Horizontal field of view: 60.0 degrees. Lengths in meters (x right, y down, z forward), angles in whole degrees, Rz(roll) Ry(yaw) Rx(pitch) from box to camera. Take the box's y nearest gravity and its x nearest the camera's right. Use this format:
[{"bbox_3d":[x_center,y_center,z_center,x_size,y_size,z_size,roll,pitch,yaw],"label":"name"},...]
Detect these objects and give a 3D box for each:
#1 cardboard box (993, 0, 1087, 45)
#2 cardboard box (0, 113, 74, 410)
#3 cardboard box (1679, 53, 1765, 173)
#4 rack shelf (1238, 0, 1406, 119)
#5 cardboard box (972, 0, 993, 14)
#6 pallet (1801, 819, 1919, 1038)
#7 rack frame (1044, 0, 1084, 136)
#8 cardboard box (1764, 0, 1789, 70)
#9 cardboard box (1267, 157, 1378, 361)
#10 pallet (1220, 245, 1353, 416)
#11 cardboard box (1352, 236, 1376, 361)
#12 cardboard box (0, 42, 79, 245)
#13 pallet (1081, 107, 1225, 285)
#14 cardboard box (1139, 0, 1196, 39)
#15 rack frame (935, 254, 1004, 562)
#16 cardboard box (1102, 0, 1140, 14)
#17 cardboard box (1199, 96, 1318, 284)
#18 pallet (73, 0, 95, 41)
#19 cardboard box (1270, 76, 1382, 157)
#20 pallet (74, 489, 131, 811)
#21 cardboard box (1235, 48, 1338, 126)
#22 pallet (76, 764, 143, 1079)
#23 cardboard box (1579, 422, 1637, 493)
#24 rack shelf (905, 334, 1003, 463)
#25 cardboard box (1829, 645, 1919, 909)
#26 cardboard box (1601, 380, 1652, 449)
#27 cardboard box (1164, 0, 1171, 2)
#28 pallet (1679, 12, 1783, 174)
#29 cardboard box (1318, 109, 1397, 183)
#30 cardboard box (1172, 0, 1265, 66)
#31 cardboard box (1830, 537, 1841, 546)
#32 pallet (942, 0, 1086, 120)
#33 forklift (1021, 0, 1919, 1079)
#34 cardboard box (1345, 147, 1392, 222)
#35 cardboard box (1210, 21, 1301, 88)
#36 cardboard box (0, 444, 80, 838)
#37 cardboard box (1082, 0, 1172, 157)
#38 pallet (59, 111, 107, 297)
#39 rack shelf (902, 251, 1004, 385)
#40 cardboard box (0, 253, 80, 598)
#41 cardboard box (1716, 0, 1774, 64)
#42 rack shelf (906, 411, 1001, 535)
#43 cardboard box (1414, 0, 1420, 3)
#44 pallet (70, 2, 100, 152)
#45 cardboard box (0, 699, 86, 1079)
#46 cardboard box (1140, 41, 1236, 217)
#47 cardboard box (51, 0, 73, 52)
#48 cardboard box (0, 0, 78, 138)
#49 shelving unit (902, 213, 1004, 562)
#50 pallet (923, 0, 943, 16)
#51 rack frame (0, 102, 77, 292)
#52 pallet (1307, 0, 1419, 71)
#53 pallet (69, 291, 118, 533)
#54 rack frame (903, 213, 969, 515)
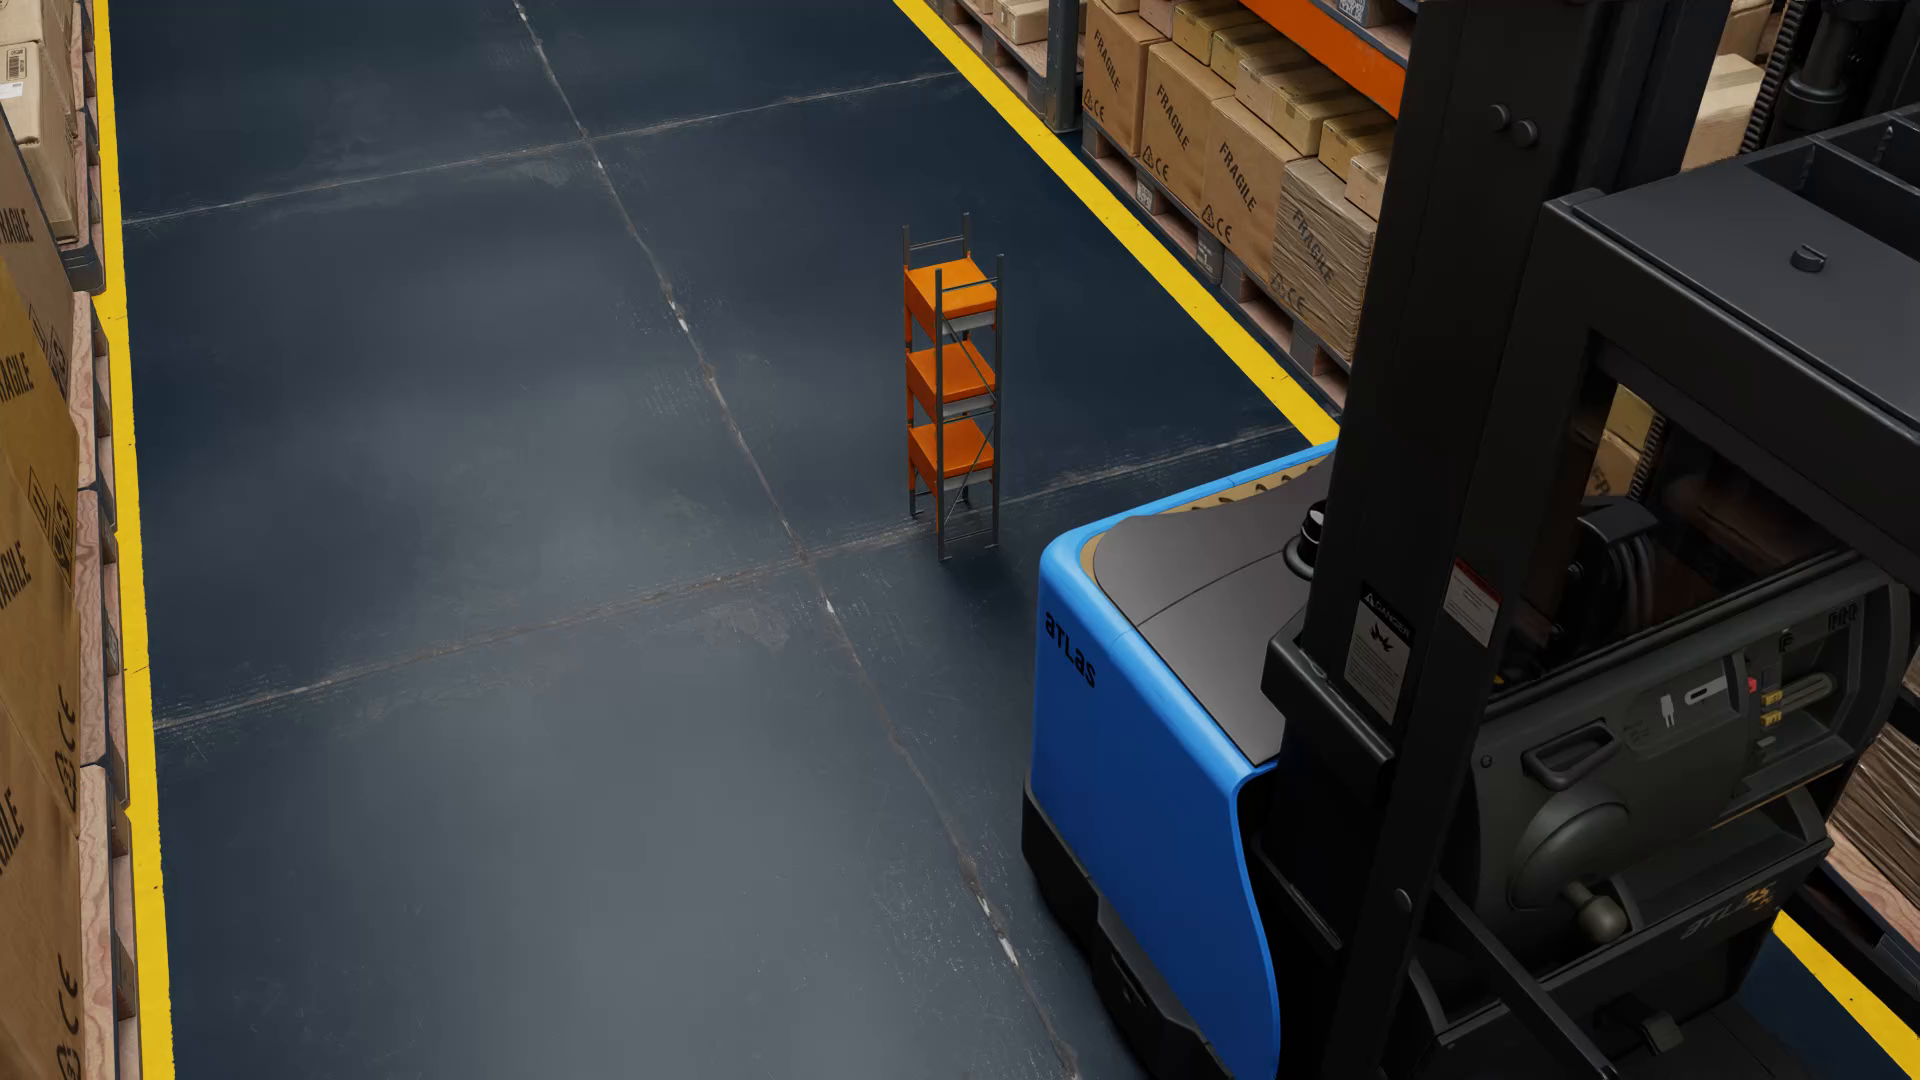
[{"bbox_3d":[0.375,-2.417,7.624,0.380,0.149,0.250,-16,43,-18],"label":"cardboard box"},{"bbox_3d":[-3.414,-0.836,5.229,0.875,0.875,0.875,-14,43,-16],"label":"cardboard box"},{"bbox_3d":[1.784,-1.030,4.018,0.380,0.149,0.250,-14,43,-16],"label":"cardboard box"},{"bbox_3d":[1.624,-1.598,5.360,1.077,0.370,4.000,-15,43,-17],"label":"rack shelf"},{"bbox_3d":[0.238,-2.676,7.836,0.396,0.266,0.258,-14,43,-15],"label":"cardboard box"},{"bbox_3d":[2.669,0.897,4.046,1.003,0.211,1.213,-15,43,-17],"label":"pallet"},{"bbox_3d":[0.859,-3.076,6.526,1.000,3.000,0.127,-15,43,-17],"label":"rack frame"},{"bbox_3d":[2.337,-1.213,3.961,0.500,0.500,0.500,-13,42,-15],"label":"cardboard box"},{"bbox_3d":[1.429,-1.006,5.714,0.500,0.500,0.500,-17,43,-18],"label":"cardboard box"},{"bbox_3d":[1.676,-0.802,6.021,1.003,0.211,1.213,-15,43,-17],"label":"pallet"},{"bbox_3d":[1.645,-0.698,5.356,0.500,0.500,0.500,-13,42,-15],"label":"cardboard box"},{"bbox_3d":[-3.866,-1.428,6.253,0.875,0.438,0.875,-16,43,-17],"label":"cardboard box"},{"bbox_3d":[1.205,-1.538,6.877,1.003,0.211,1.213,-15,43,-17],"label":"pallet"},{"bbox_3d":[0.928,-2.103,6.493,0.380,0.149,0.250,-16,43,-18],"label":"cardboard box"},{"bbox_3d":[0.026,-0.357,4.860,0.200,1.050,0.008,-15,43,-17],"label":"rack frame"},{"bbox_3d":[0.751,-2.251,6.665,0.380,0.149,0.250,-13,42,-15],"label":"cardboard box"},{"bbox_3d":[1.236,-1.320,6.079,0.500,0.500,0.500,-16,43,-18],"label":"cardboard box"},{"bbox_3d":[-4.878,-2.726,8.258,1.003,0.211,1.213,-15,43,-17],"label":"pallet"},{"bbox_3d":[1.308,-1.480,5.768,0.380,0.149,0.250,-14,43,-15],"label":"cardboard box"},{"bbox_3d":[-2.890,0.404,4.618,1.003,0.211,1.213,-15,43,-17],"label":"pallet"},{"bbox_3d":[1.215,-1.630,5.943,0.380,0.149,0.250,-15,43,-17],"label":"cardboard box"},{"bbox_3d":[-2.427,1.138,3.765,1.003,0.211,1.213,-15,43,-17],"label":"pallet"},{"bbox_3d":[2.029,-0.079,4.636,0.500,0.500,0.500,-14,43,-16],"label":"cardboard box"},{"bbox_3d":[-0.020,-0.422,4.952,0.215,0.259,0.240,-15,43,-17],"label":"rack shelf"},{"bbox_3d":[2.616,0.454,3.921,0.875,0.625,0.625,-14,43,-16],"label":"cardboard box"},{"bbox_3d":[1.967,-0.358,4.463,0.380,0.149,0.250,-17,44,-19],"label":"cardboard box"},{"bbox_3d":[0.894,-2.219,6.399,0.380,0.149,0.250,-17,44,-19],"label":"cardboard box"},{"bbox_3d":[2.066,-0.984,4.241,1.213,0.211,1.003,-15,43,-17],"label":"pallet"},{"bbox_3d":[1.438,-1.325,5.587,0.380,0.149,0.250,-15,43,-17],"label":"cardboard box"},{"bbox_3d":[1.037,-1.952,6.316,0.380,0.149,0.250,-17,44,-19],"label":"cardboard box"},{"bbox_3d":[2.487,-0.202,4.779,0.500,0.500,0.500,-14,43,-15],"label":"cardboard box"},{"bbox_3d":[0.597,-2.433,7.917,1.003,0.211,1.213,-15,43,-17],"label":"pallet"},{"bbox_3d":[1.280,0.412,2.523,1.130,2.935,3.031,-19,44,-20],"label":"forklift"},{"bbox_3d":[1.485,-1.164,5.400,0.380,0.149,0.250,-17,44,-19],"label":"cardboard box"},{"bbox_3d":[1.154,-1.790,6.128,0.380,0.149,0.250,-16,43,-18],"label":"cardboard box"},{"bbox_3d":[-2.720,0.245,3.972,0.875,0.875,0.875,-15,43,-16],"label":"cardboard box"},{"bbox_3d":[0.836,-1.940,6.800,0.500,0.500,0.500,-13,42,-15],"label":"cardboard box"},{"bbox_3d":[-3.944,-1.256,6.548,1.003,0.211,1.213,-15,43,-17],"label":"pallet"},{"bbox_3d":[-0.020,-0.637,4.767,0.215,0.259,0.240,-15,43,-17],"label":"rack shelf"},{"bbox_3d":[-3.061,-0.293,4.598,0.875,0.875,0.875,-14,43,-16],"label":"cardboard box"},{"bbox_3d":[1.687,-1.324,4.282,0.500,0.250,0.500,-17,44,-19],"label":"cardboard box"},{"bbox_3d":[-0.020,-0.212,5.133,0.215,0.259,0.240,-15,43,-17],"label":"rack shelf"},{"bbox_3d":[1.594,-1.802,4.644,0.797,0.503,0.637,-16,43,-18],"label":"cardboard box"},{"bbox_3d":[-4.415,-1.992,7.404,1.003,0.211,1.213,-15,43,-17],"label":"pallet"},{"bbox_3d":[-2.382,0.784,3.346,0.875,0.875,0.875,-15,43,-17],"label":"cardboard box"},{"bbox_3d":[1.049,-1.622,6.430,0.500,0.500,0.500,-16,43,-17],"label":"cardboard box"},{"bbox_3d":[-4.553,-2.511,7.512,0.875,0.438,0.875,-14,43,-16],"label":"cardboard box"},{"bbox_3d":[-4.210,-1.967,6.880,0.875,0.438,0.875,-16,43,-18],"label":"cardboard box"},{"bbox_3d":[-0.020,-0.430,4.945,0.215,1.050,0.252,-15,43,-17],"label":"shelving unit"},{"bbox_3d":[0.127,-3.169,8.773,1.003,0.211,1.213,-15,43,-17],"label":"pallet"},{"bbox_3d":[-3.725,-1.835,5.084,1.000,3.000,0.127,-15,43,-17],"label":"rack frame"},{"bbox_3d":[1.641,-1.764,5.148,1.003,0.211,1.213,-15,43,-17],"label":"pallet"},{"bbox_3d":[-3.360,-0.332,5.474,1.003,0.211,1.213,-15,43,-17],"label":"pallet"},{"bbox_3d":[-0.067,-0.504,5.031,0.200,1.050,0.008,-15,43,-17],"label":"rack frame"}]
